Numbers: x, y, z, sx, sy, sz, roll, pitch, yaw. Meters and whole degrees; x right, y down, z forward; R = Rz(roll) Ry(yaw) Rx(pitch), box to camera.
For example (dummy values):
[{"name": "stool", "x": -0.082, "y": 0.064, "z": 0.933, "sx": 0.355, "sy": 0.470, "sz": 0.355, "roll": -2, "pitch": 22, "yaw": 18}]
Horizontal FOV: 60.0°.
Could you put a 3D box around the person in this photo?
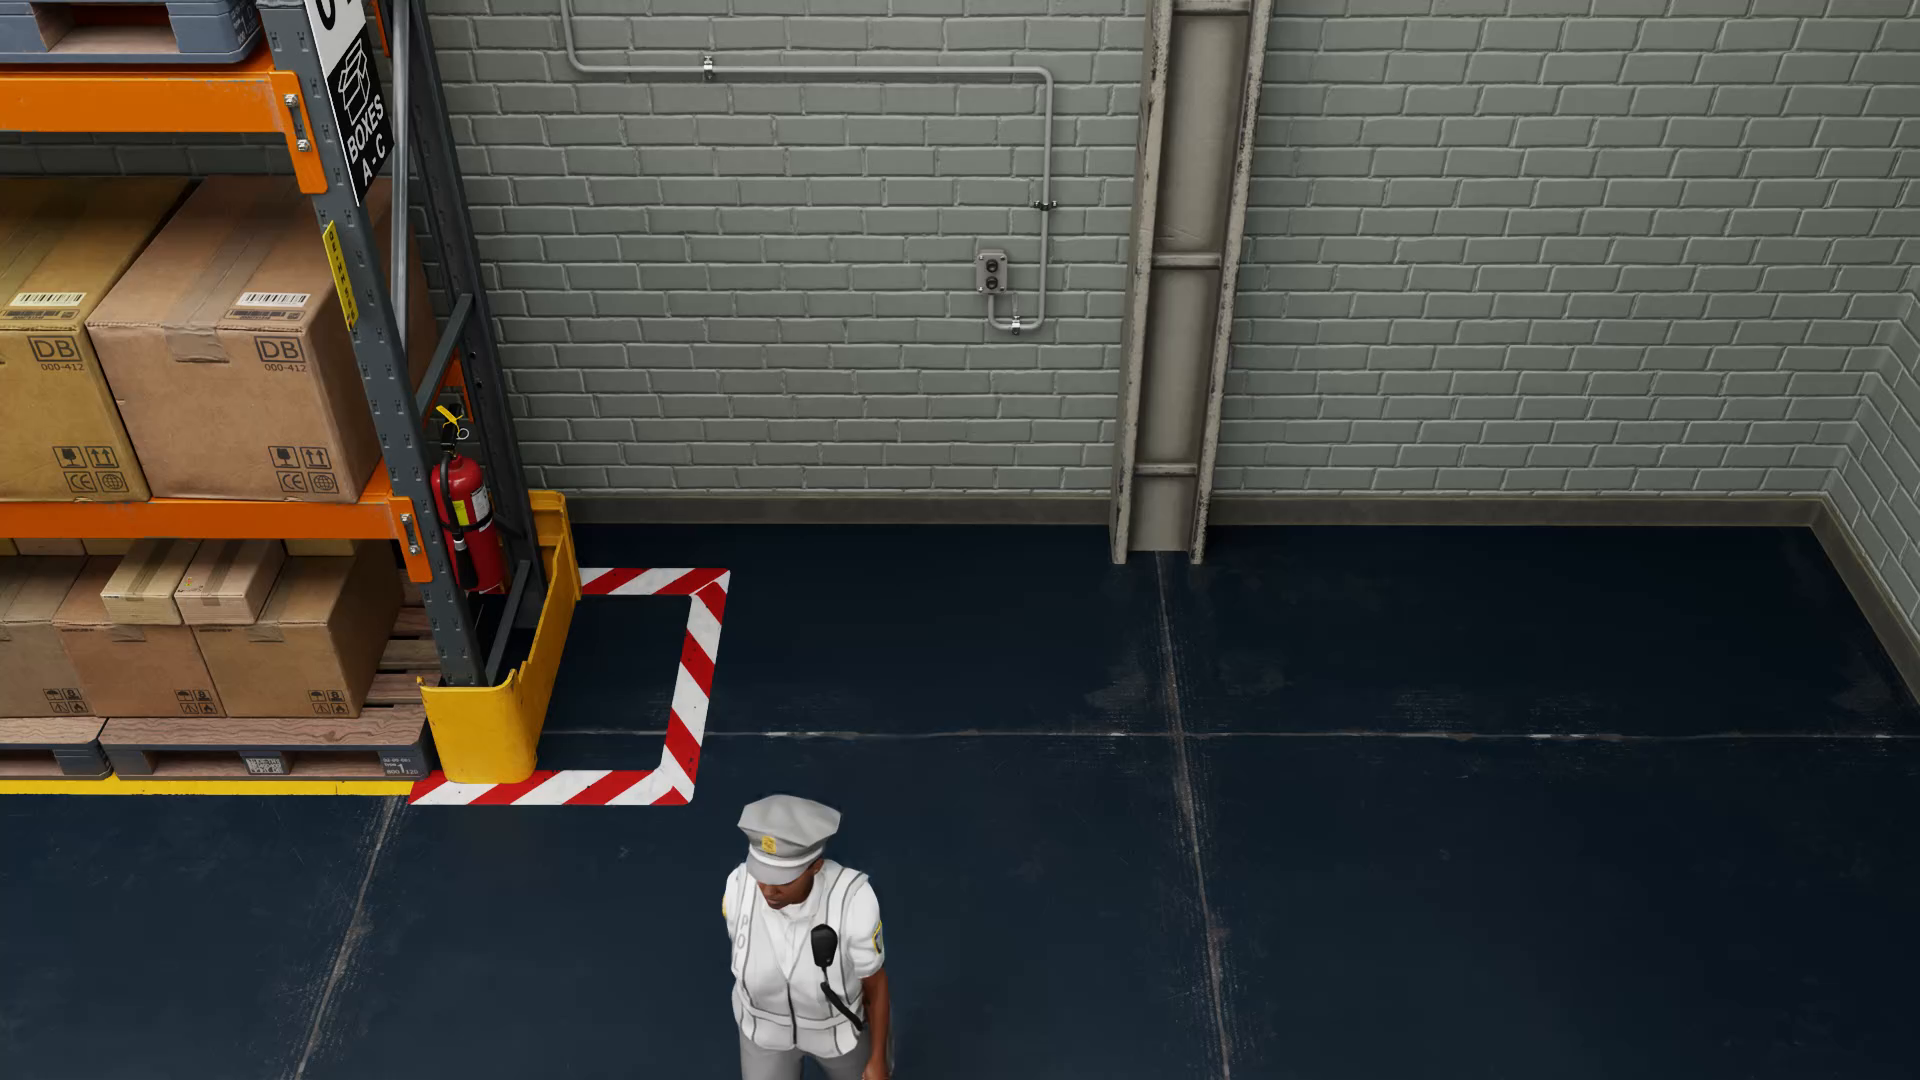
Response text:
[{"name": "person", "x": -5.438, "y": 3.754, "z": 1.492, "sx": 9.553, "sy": 1.806, "sz": 9.877, "roll": 4, "pitch": 40, "yaw": 5}]
